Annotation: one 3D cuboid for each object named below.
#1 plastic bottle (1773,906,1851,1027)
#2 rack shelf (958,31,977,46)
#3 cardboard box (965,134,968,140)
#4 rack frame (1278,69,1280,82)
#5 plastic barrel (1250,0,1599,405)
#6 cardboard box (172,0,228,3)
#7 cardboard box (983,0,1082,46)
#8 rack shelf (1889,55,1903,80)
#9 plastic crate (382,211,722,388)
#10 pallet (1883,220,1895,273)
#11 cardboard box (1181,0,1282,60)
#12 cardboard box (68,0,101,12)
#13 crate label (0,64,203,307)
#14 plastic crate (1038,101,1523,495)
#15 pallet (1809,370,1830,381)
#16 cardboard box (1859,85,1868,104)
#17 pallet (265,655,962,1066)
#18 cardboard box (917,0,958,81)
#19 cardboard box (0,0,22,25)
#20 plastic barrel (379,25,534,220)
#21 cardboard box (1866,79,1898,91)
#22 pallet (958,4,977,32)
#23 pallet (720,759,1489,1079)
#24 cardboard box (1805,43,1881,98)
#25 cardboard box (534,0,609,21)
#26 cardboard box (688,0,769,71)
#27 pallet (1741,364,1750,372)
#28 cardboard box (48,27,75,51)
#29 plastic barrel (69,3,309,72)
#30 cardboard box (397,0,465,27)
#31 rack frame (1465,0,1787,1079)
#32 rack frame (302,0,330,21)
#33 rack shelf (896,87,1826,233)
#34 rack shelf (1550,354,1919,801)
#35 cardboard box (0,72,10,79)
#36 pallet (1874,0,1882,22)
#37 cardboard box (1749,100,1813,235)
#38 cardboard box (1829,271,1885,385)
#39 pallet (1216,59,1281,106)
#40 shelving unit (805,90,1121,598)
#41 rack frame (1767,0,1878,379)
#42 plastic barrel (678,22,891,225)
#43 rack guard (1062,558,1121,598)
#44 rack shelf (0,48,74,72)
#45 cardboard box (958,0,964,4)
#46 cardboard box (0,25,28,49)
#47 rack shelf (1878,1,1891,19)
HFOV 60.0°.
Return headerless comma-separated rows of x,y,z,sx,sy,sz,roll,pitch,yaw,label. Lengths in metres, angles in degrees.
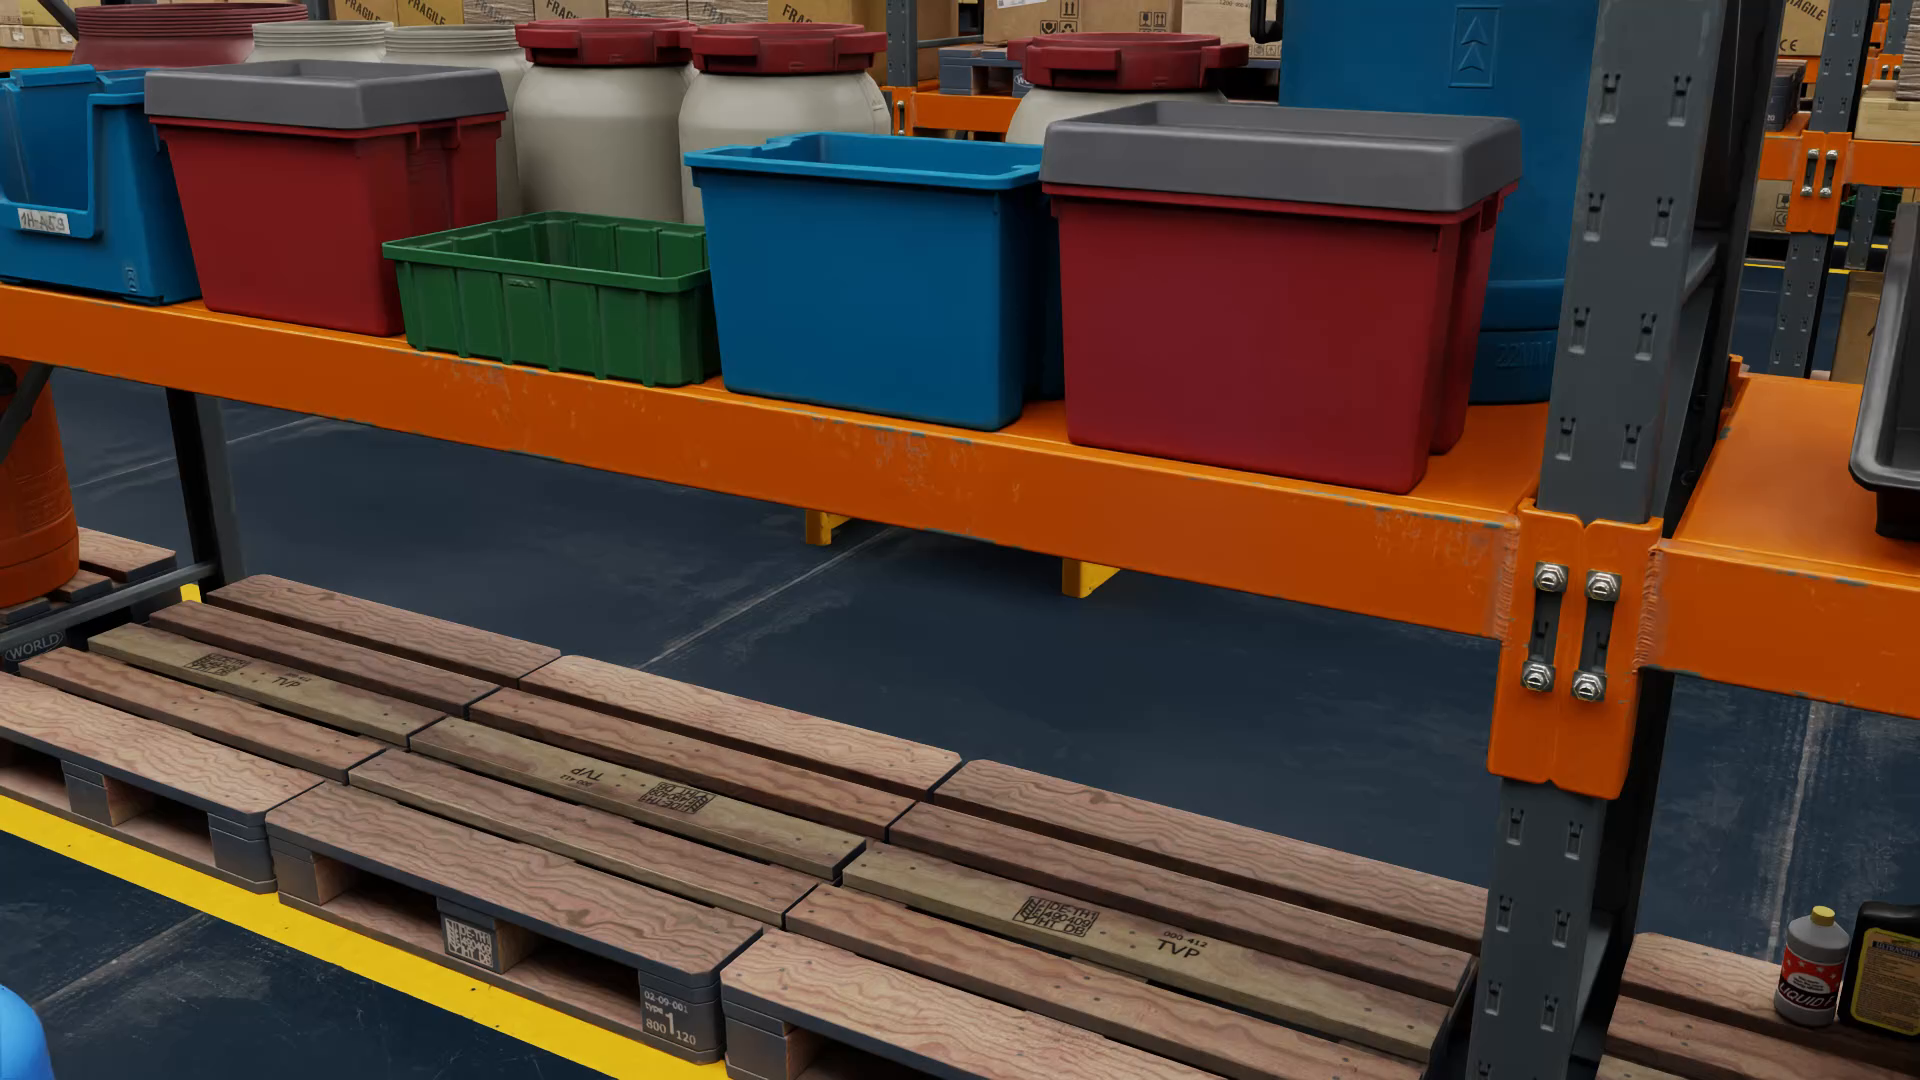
1.489,0.735,2.900,0.097,0.201,0.097,0,20,0,plastic bottle
0.704,-3.936,13.371,4.000,0.370,1.077,11,23,27,rack shelf
-0.063,-3.339,13.722,0.500,0.500,0.500,12,23,30,cardboard box
2.451,-3.941,12.331,0.127,3.000,1.000,11,23,27,rack frame
0.830,-0.732,2.749,0.708,0.901,0.600,11,23,27,plastic barrel
-4.515,-3.297,10.338,0.500,0.250,0.500,12,23,29,cardboard box
0.434,-2.648,8.004,0.500,0.500,0.500,8,21,21,cardboard box
7.689,-2.605,9.703,4.000,0.370,1.077,11,23,27,rack shelf
-0.638,-0.448,3.011,0.662,0.188,0.450,11,23,27,plastic crate
6.568,-1.815,10.560,1.213,0.211,1.003,11,23,27,pallet
1.294,-2.261,7.304,0.500,0.250,0.500,10,22,26,cardboard box
-5.401,-3.467,10.807,0.500,0.250,0.500,10,22,26,cardboard box
-1.737,-0.778,3.559,0.616,0.435,0.502,11,23,27,crate label
0.448,-0.361,2.368,0.583,0.464,0.402,11,23,27,plastic crate
4.039,-0.404,6.670,1.213,0.211,1.003,11,23,27,pallet
7.427,-3.412,13.429,0.500,0.500,0.500,11,23,27,cardboard box
-0.754,0.648,3.770,1.213,0.211,1.003,11,23,27,pallet
-0.348,-2.690,8.736,0.500,0.500,0.500,12,23,29,cardboard box
-6.296,-3.636,11.275,0.500,0.250,0.500,10,22,27,cardboard box
-1.102,-0.882,3.734,0.421,0.512,0.421,0,20,0,plastic barrel
3.767,-1.750,6.659,0.250,0.149,0.380,11,23,27,cardboard box
0.702,-4.168,13.238,1.213,0.211,1.003,11,23,27,pallet
0.315,0.850,3.212,1.213,0.211,1.003,11,23,27,pallet
10.225,-5.409,19.245,0.625,0.625,0.875,12,23,30,cardboard box
-1.939,-2.792,9.016,0.500,0.500,0.500,11,23,28,cardboard box
-1.041,-2.621,8.546,0.500,0.500,0.500,11,22,27,cardboard box
2.755,-0.634,7.304,1.213,0.211,1.003,11,23,27,pallet
-5.768,-3.323,10.996,0.250,0.149,0.380,11,22,27,cardboard box
-1.919,-1.084,4.255,0.708,0.536,0.600,11,23,27,plastic barrel
-2.830,-2.959,9.478,0.500,0.500,0.500,11,23,27,cardboard box
1.020,-0.342,2.408,0.127,3.000,1.000,11,23,27,rack frame
-3.549,-3.147,10.141,0.127,3.000,1.000,11,23,27,rack frame
1.689,-1.811,7.513,4.000,0.370,1.077,11,23,27,rack shelf
2.766,0.329,1.614,4.000,0.370,1.077,11,23,27,rack shelf
-6.443,-2.928,12.038,0.875,0.875,0.875,11,23,27,cardboard box
7.672,-4.847,15.109,1.213,0.211,1.003,11,23,27,pallet
5.357,-2.492,11.020,0.750,0.750,1.050,11,23,27,cardboard box
3.765,-0.760,6.612,0.500,0.500,0.500,10,22,26,cardboard box
1.692,-2.074,7.466,1.213,0.211,1.003,11,23,27,pallet
0.067,-0.692,5.574,1.083,1.500,0.587,11,23,27,shelving unit
3.435,-1.816,6.473,0.127,3.000,1.000,11,23,27,rack frame
-0.349,-0.752,3.340,0.433,0.535,0.433,0,20,0,plastic barrel
0.501,-0.022,5.559,0.087,0.250,0.587,11,23,27,rack guard
-5.295,-3.141,11.180,4.000,0.370,1.077,11,23,27,rack shelf
-0.020,-4.312,13.106,0.250,0.149,0.380,10,22,25,cardboard box
-6.215,-3.409,11.232,0.250,0.149,0.380,10,22,26,cardboard box
8.940,-6.239,19.721,4.000,0.370,1.077,11,23,27,rack shelf
